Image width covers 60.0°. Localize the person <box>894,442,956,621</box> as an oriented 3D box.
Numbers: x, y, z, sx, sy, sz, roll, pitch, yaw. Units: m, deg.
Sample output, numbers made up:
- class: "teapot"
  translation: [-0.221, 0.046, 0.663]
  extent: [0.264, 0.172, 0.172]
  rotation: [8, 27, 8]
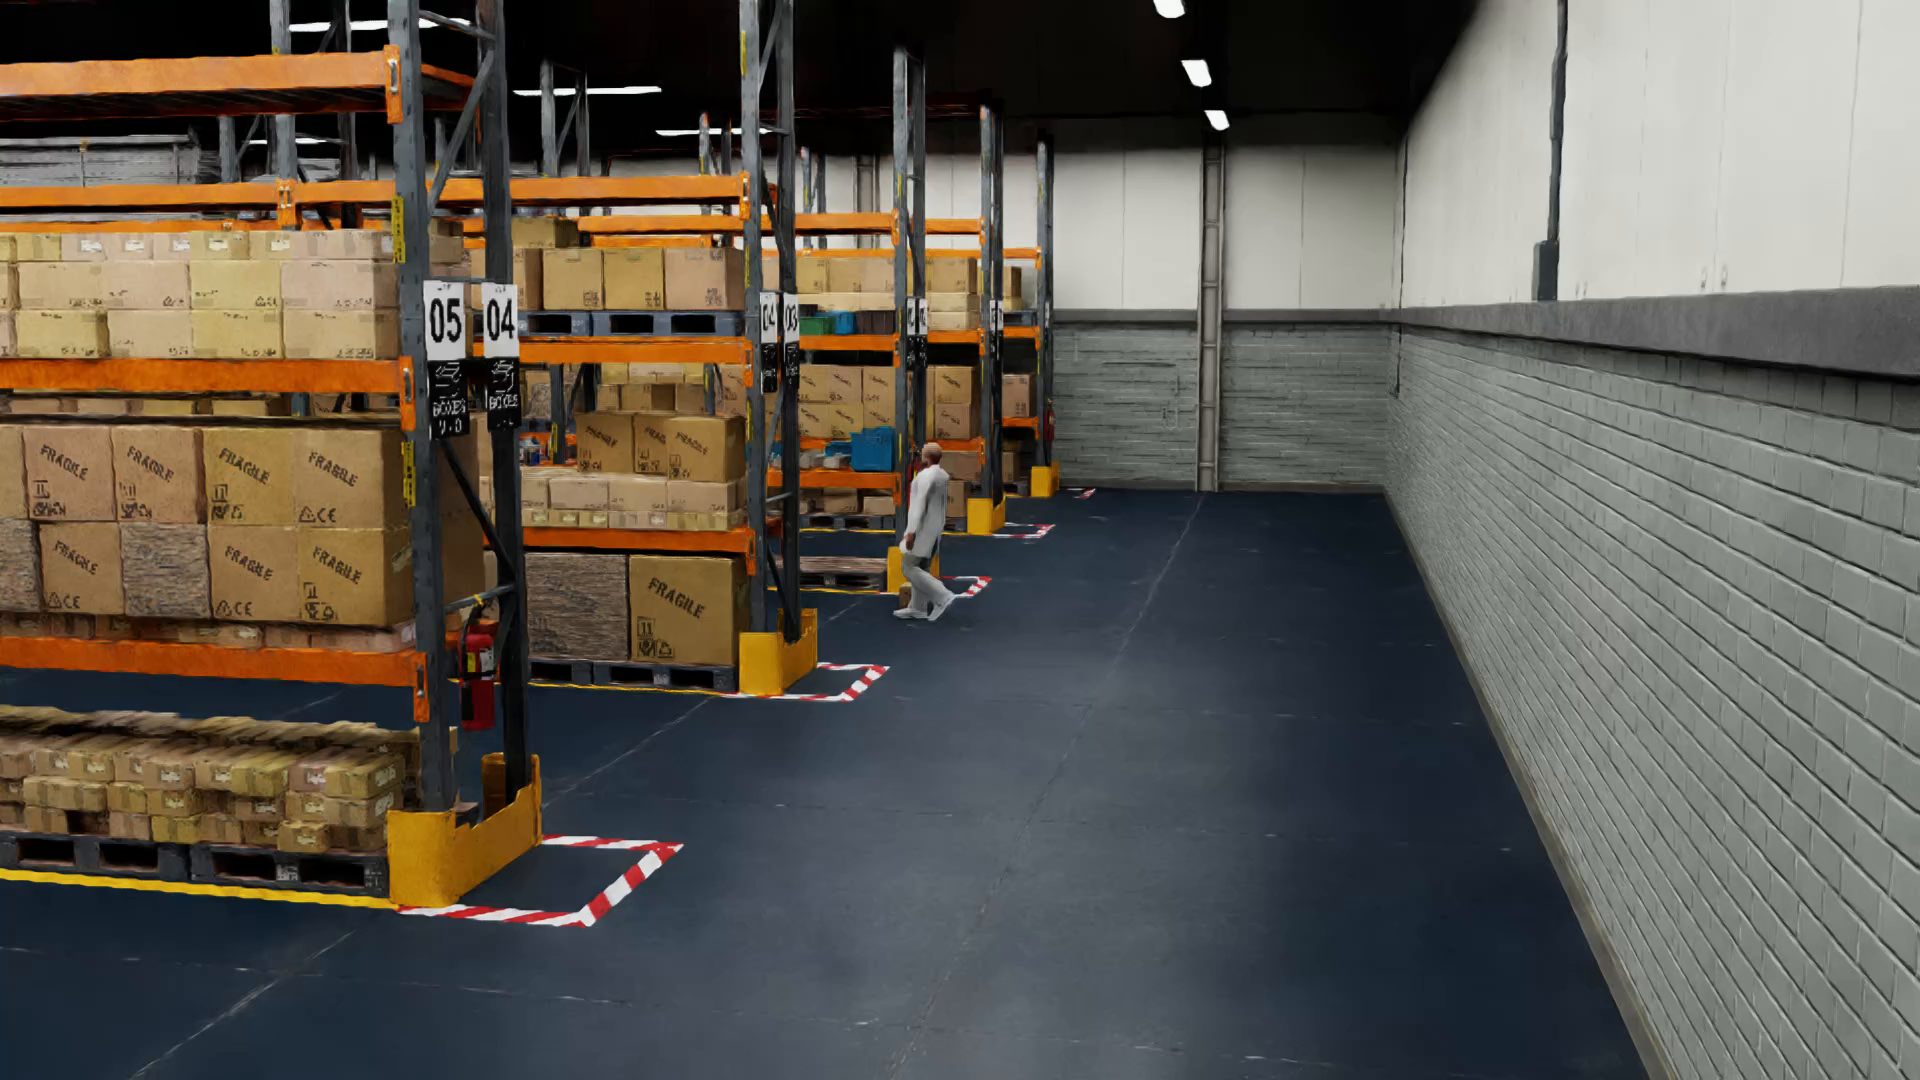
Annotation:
- class: "person"
  translation: [-0.350, -0.080, 16.423]
  extent: [0.740, 1.772, 0.629]
  rotation: [3, 8, 22]
